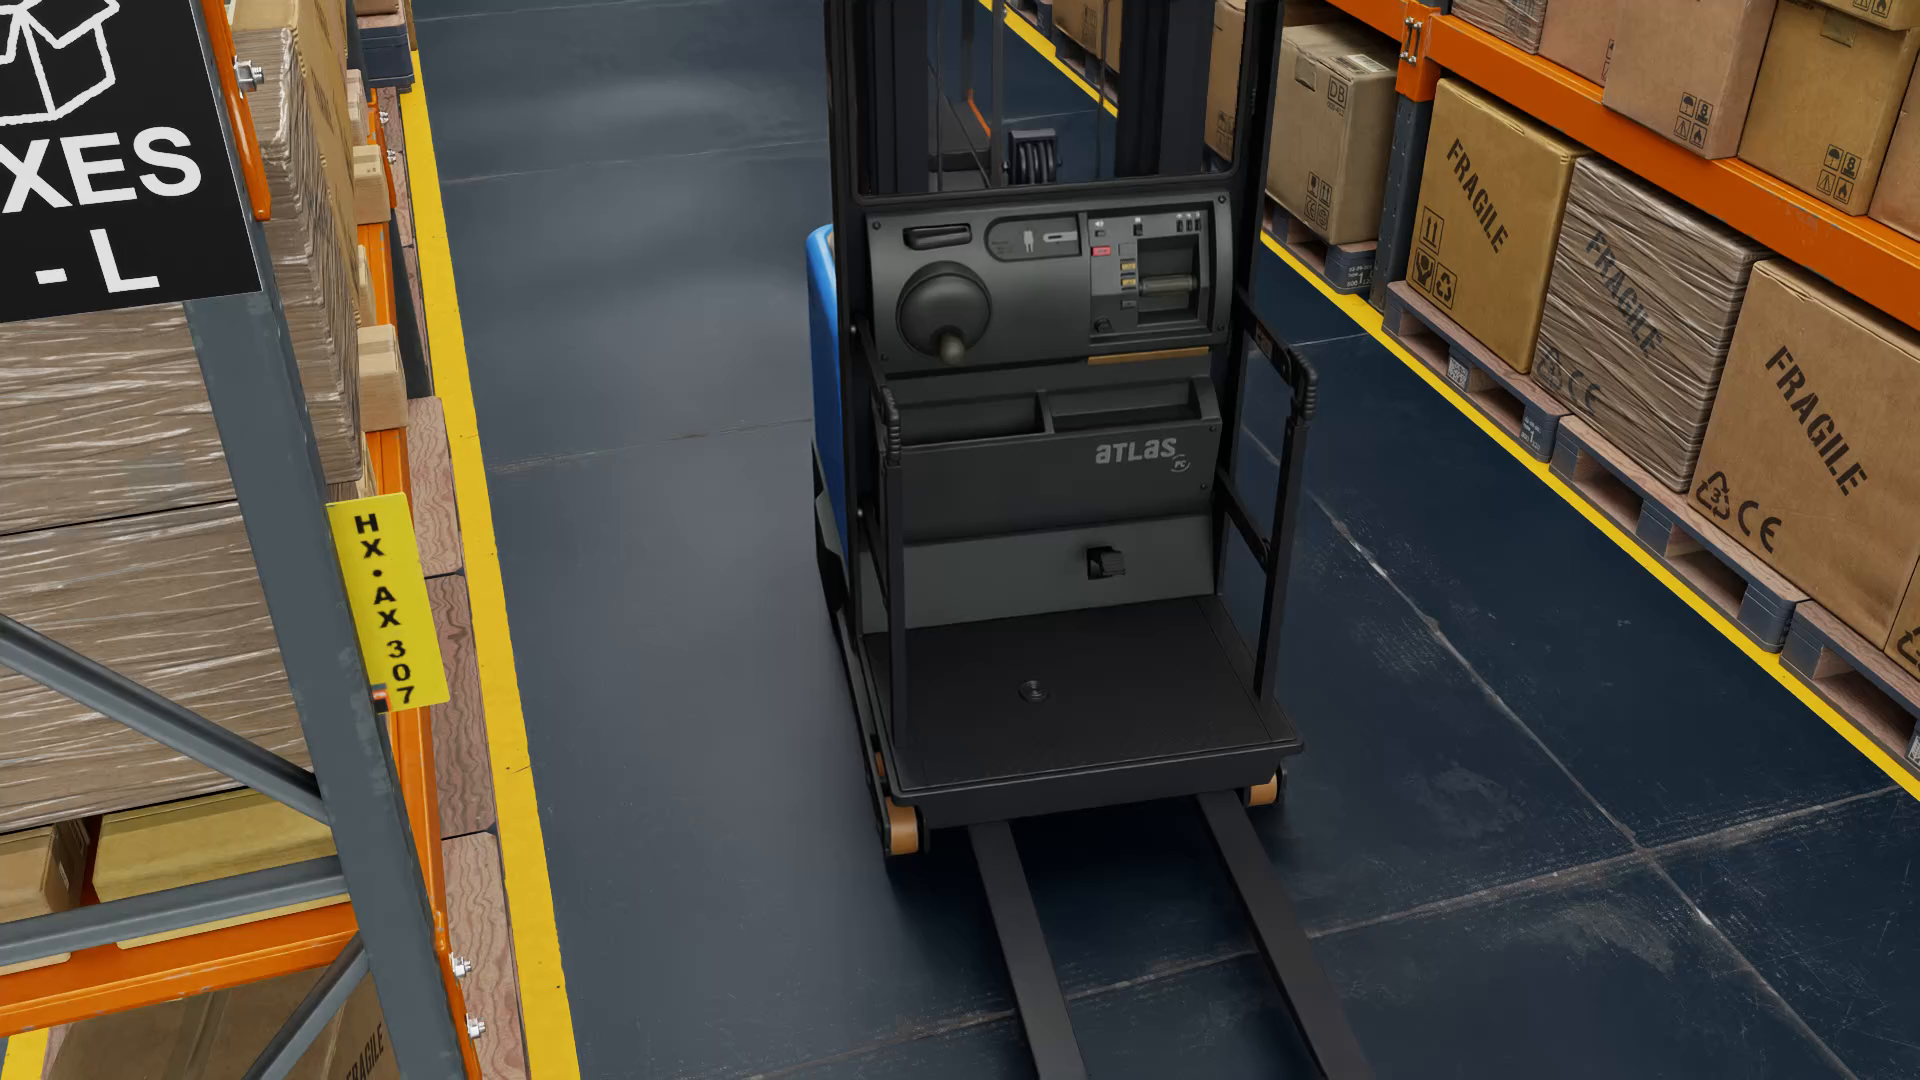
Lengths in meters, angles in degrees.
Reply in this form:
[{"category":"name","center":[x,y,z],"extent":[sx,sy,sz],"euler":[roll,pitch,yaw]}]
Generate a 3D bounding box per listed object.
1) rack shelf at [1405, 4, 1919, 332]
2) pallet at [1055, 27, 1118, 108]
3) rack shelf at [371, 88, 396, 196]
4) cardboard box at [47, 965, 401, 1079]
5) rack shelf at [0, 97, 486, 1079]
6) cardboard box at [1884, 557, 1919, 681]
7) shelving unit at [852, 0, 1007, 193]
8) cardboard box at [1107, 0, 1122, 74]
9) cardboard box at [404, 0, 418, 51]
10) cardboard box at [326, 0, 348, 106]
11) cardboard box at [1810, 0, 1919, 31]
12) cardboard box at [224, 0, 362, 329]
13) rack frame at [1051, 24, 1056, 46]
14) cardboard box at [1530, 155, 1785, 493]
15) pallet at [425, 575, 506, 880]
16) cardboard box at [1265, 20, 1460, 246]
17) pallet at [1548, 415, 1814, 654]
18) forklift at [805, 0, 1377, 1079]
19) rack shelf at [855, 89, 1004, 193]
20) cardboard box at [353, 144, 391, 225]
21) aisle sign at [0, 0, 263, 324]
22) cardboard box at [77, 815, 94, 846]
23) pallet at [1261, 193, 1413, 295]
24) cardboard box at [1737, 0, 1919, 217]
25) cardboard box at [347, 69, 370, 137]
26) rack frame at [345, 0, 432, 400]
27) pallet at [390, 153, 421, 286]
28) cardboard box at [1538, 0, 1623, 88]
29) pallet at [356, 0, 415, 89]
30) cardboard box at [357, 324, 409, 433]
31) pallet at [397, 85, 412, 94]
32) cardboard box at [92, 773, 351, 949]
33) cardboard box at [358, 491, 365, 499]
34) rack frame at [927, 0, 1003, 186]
[{"category":"rack shelf","center":[2.901,-0.993,5.184],"extent":[1.077,0.370,4.000],"euler":[-10,35,-15]},{"category":"pallet","center":[1.239,-2.853,9.876],"extent":[1.003,0.211,1.213],"euler":[-10,35,-15]},{"category":"rack shelf","center":[-3.074,-2.312,7.180],"extent":[1.077,0.370,4.000],"euler":[-10,35,-15]},{"category":"cardboard box","center":[-1.418,1.075,3.288],"extent":[0.500,0.500,0.500],"euler":[-4,34,-6]},{"category":"rack shelf","center":[-1.854,-0.212,4.002],"extent":[1.077,0.370,4.000],"euler":[-10,35,-15]},{"category":"cardboard box","center":[3.241,0.124,4.388],"extent":[0.875,0.875,0.875],"euler":[-10,35,-14]},{"category":"shelving unit","center":[-0.112,-1.207,5.672],"extent":[0.431,2.100,0.503],"euler":[-6,34,-9]},{"category":"cardboard box","center":[1.441,-2.886,9.057],"extent":[1.050,0.750,0.750],"euler":[-9,35,-14]},{"category":"cardboard box","center":[-3.875,-3.316,9.594],"extent":[1.225,0.875,0.875],"euler":[-12,35,-17]},{"category":"cardboard box","center":[-1.610,-1.167,3.527],"extent":[0.500,0.500,0.500],"euler":[-10,35,-15]},{"category":"cardboard box","center":[2.852,-1.804,4.643],"extent":[0.875,0.550,0.500],"euler":[-10,35,-15]},{"category":"cardboard box","center":[-1.298,-0.643,2.735],"extent":[0.500,0.500,0.500],"euler":[-10,35,-15]},{"category":"rack frame","center":[1.071,-4.443,9.753],"extent":[1.000,3.000,0.127],"euler":[-10,35,-15]},{"category":"cardboard box","center":[2.694,-0.817,5.812],"extent":[0.875,0.875,0.875],"euler":[-10,35,-14]},{"category":"pallet","center":[-1.849,0.590,4.666],"extent":[1.003,0.211,1.213],"euler":[-10,35,-15]},{"category":"cardboard box","center":[2.016,-1.890,7.549],"extent":[1.050,0.750,0.750],"euler":[-10,35,-15]},{"category":"pallet","center":[2.824,-0.125,5.748],"extent":[1.003,0.211,1.213],"euler":[-10,35,-15]},{"category":"forklift","center":[0.276,-0.599,3.998],"extent":[1.130,2.935,3.031],"euler":[-6,34,-9]},{"category":"rack shelf","center":[-0.112,-1.196,5.679],"extent":[0.431,0.518,0.480],"euler":[-6,34,-9]},{"category":"cardboard box","center":[-1.850,-1.007,4.781],"extent":[0.380,0.149,0.250],"euler":[-10,35,-15]},{"category":"aisle sign","center":[-0.939,-0.564,1.525],"extent":[0.394,0.787,0.004],"euler":[-10,35,-15]},{"category":"cardboard box","center":[-1.603,0.397,2.656],"extent":[0.380,0.149,0.250],"euler":[-10,35,-15]},{"category":"pallet","center":[1.984,-1.572,7.937],"extent":[1.003,0.211,1.213],"euler":[-10,35,-15]},{"category":"cardboard box","center":[2.914,-1.364,4.957],"extent":[0.875,0.550,0.500],"euler":[-10,35,-15]},{"category":"cardboard box","center":[-2.118,-1.393,5.366],"extent":[0.380,0.149,0.250],"euler":[-10,35,-15]},{"category":"rack frame","center":[-2.464,-1.562,5.393],"extent":[1.000,3.000,0.127],"euler":[-10,35,-15]},{"category":"pallet","center":[-3.078,-1.449,7.751],"extent":[1.003,0.211,1.213],"euler":[-10,35,-15]},{"category":"cardboard box","center":[2.604,-1.929,5.812],"extent":[0.875,0.550,0.550],"euler":[-10,35,-15]},{"category":"pallet","center":[-2.558,-1.907,6.090],"extent":[1.003,0.211,1.213],"euler":[-10,35,-15]},{"category":"cardboard box","center":[-1.469,-0.350,3.787],"extent":[0.380,0.149,0.250],"euler":[-10,35,-15]},{"category":"pallet","center":[-3.853,-2.925,9.985],"extent":[1.003,0.211,1.213],"euler":[-10,35,-15]},{"category":"cardboard box","center":[-1.103,0.453,2.571],"extent":[0.380,0.149,0.250],"euler":[-10,35,-15]},{"category":"cardboard box","center":[-1.319,0.057,3.170],"extent":[0.380,0.149,0.250],"euler":[-10,35,-15]},{"category":"rack frame","center":[-0.065,-1.075,5.472],"extent":[0.400,2.100,0.015],"euler":[-6,34,-9]}]
